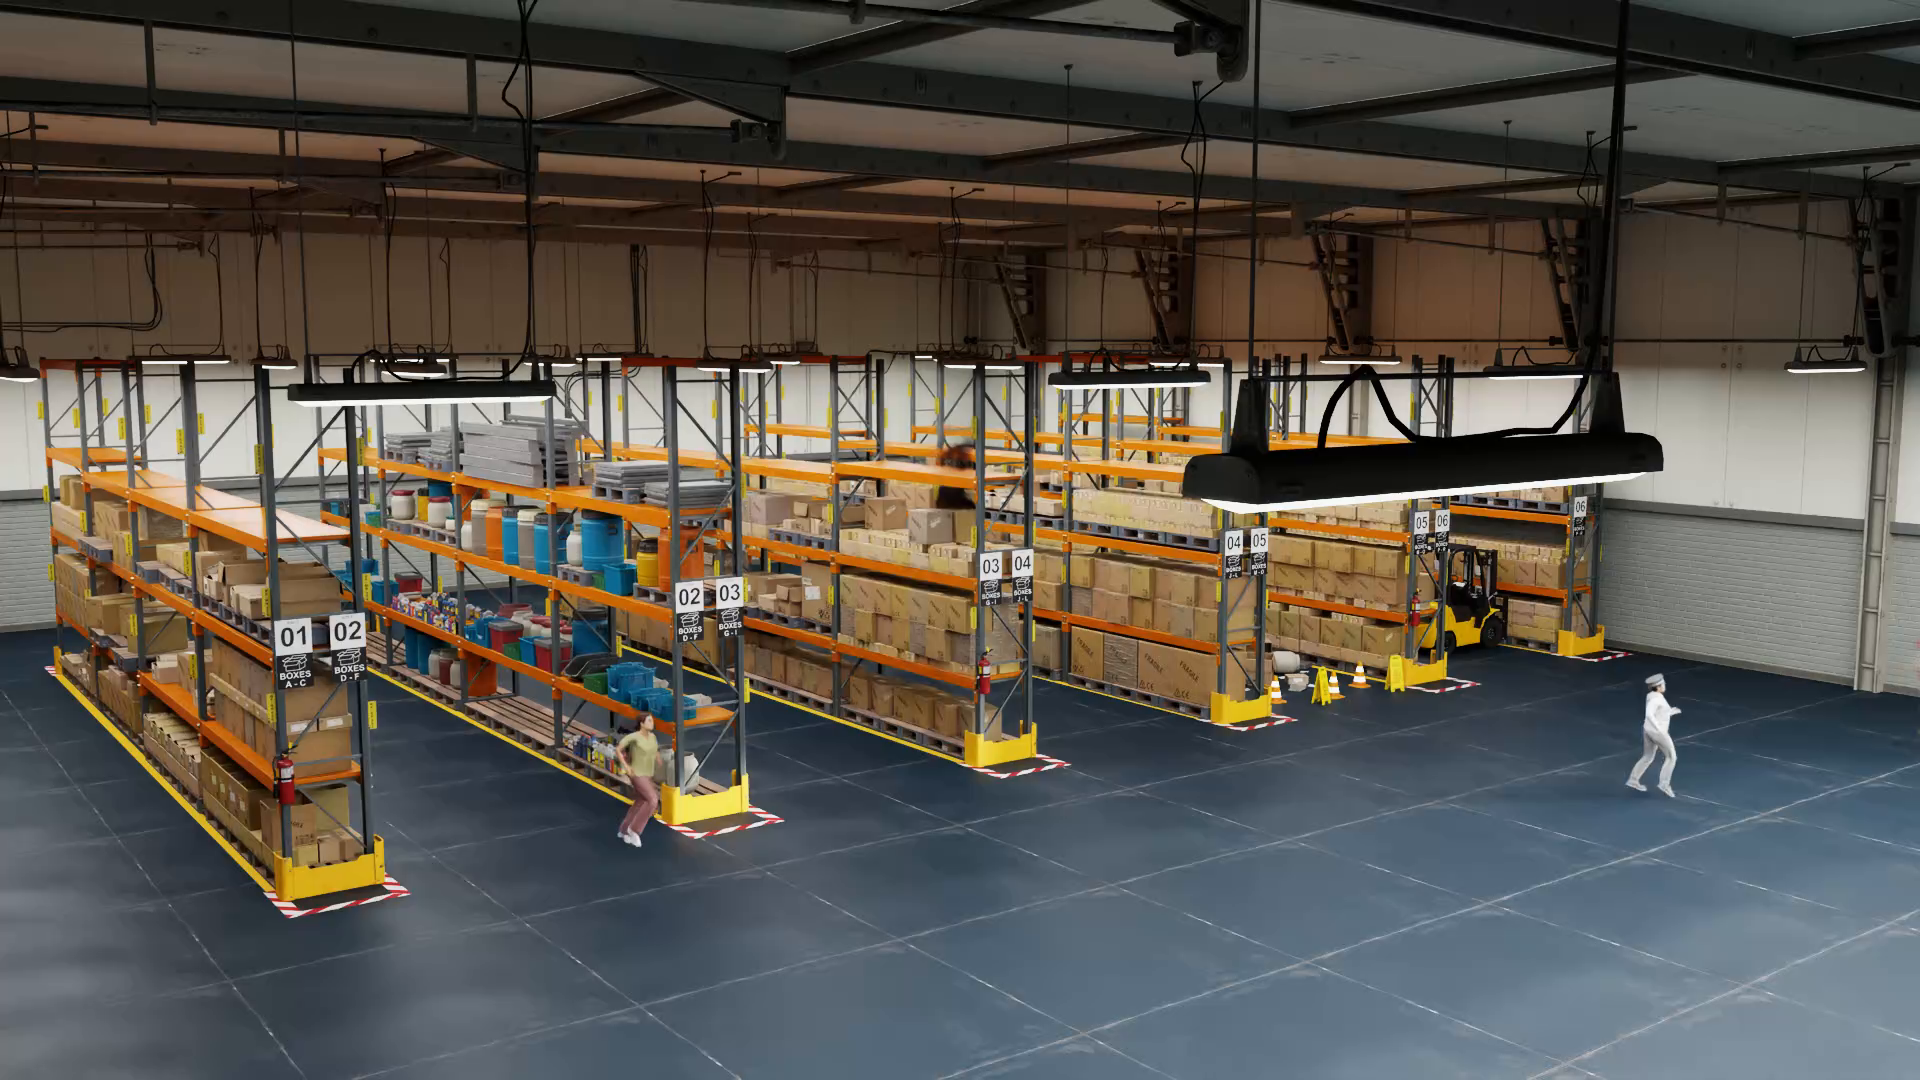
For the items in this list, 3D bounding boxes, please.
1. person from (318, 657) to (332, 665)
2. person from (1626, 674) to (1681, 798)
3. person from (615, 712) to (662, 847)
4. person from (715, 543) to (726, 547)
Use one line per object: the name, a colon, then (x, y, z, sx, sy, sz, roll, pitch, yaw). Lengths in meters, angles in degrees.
person: (-10.636, 2.122, 27.963, 0.795, 1.733, 0.711, 7, 9, 43)
person: (9.679, 2.722, 23.120, 0.695, 1.753, 0.593, 0, 7, 0)
person: (-4.027, 3.000, 21.040, 0.612, 1.657, 0.590, 3, 7, 23)
person: (-5.882, 0.659, 40.796, 0.538, 1.602, 0.743, 4, 8, 27)
